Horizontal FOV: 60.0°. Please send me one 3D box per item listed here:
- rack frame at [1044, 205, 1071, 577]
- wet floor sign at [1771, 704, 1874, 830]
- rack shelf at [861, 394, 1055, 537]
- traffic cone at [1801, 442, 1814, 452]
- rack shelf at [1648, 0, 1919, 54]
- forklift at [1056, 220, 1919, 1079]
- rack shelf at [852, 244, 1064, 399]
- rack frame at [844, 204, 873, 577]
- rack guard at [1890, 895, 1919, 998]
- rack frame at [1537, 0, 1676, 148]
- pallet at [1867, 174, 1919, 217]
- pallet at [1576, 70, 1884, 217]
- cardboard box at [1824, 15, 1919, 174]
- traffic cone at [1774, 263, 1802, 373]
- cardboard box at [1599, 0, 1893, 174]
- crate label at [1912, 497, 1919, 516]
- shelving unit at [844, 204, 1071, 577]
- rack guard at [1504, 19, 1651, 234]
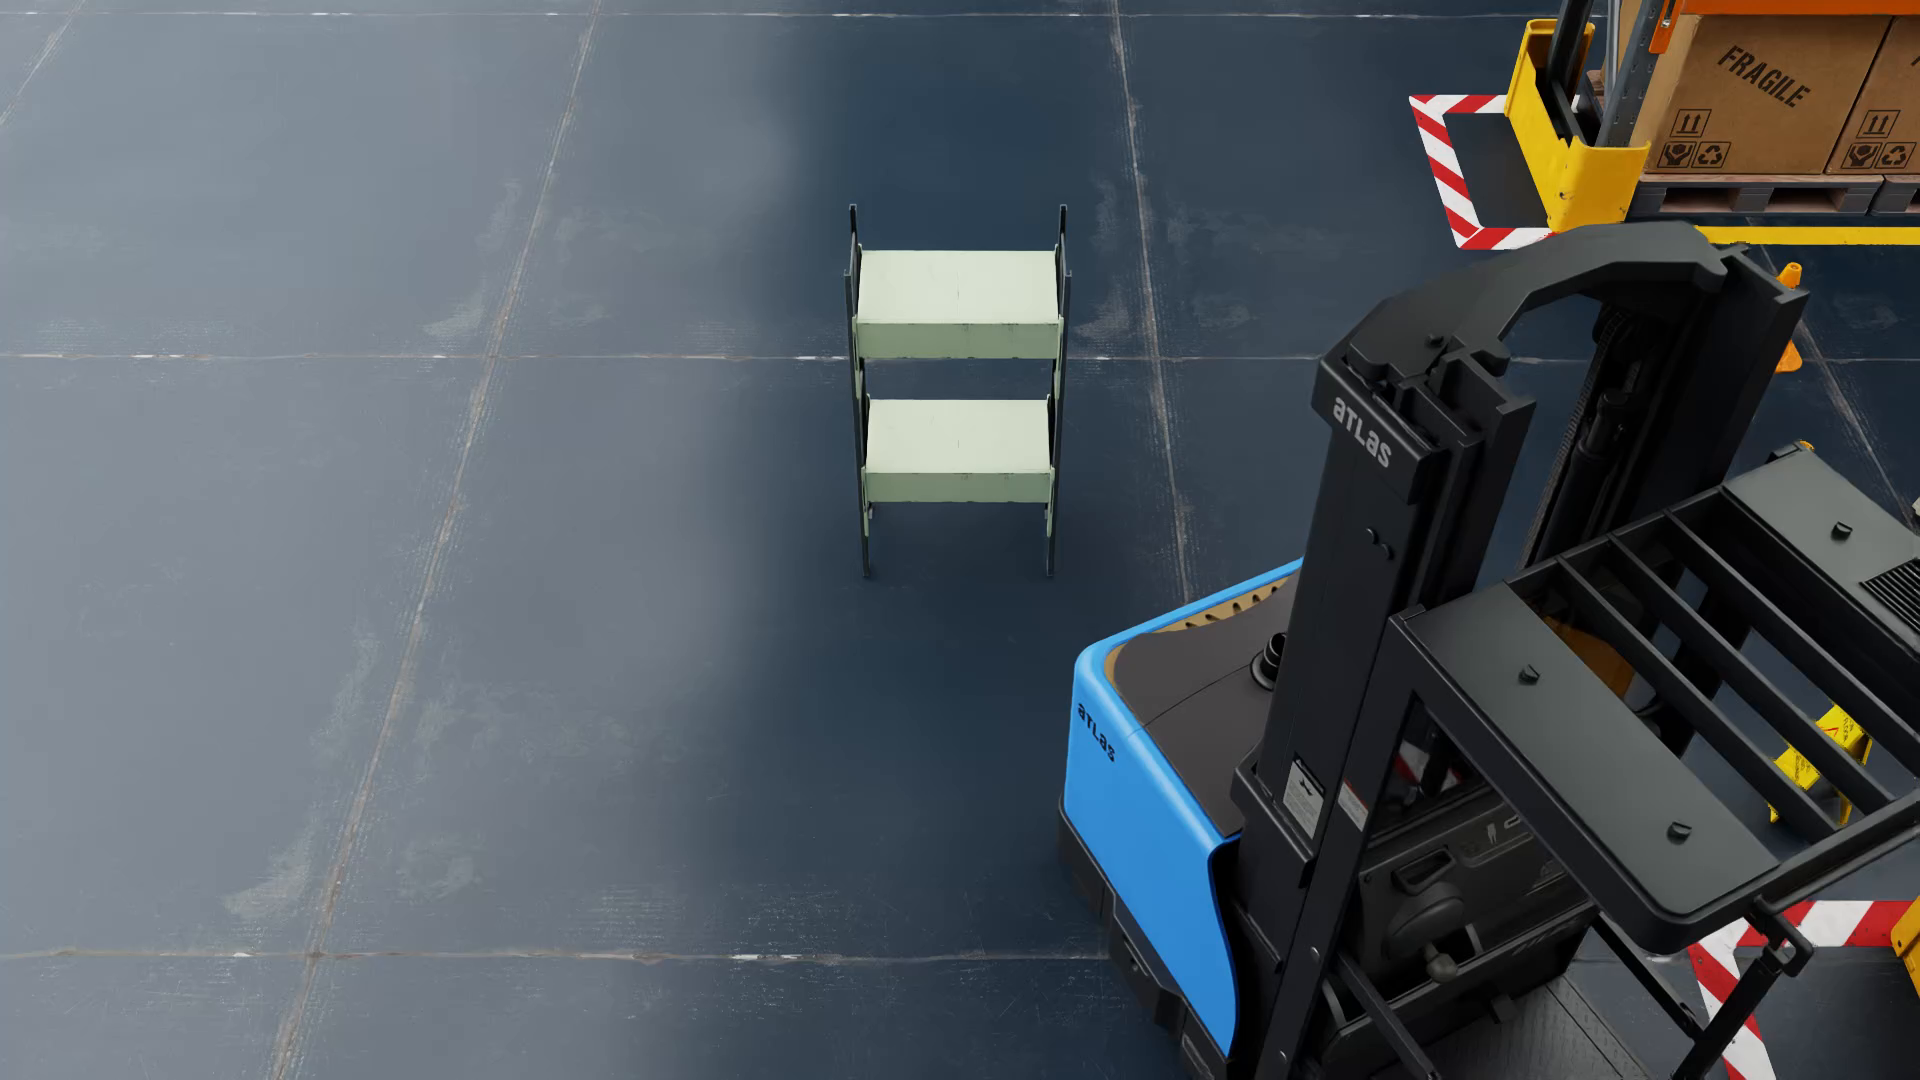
[{"bbox_3d":[0.359,-0.510,6.200,0.023,1.500,0.400,0,47,0],"label":"rack frame"},{"bbox_3d":[2.996,0.707,5.651,0.232,0.644,0.267,15,49,14],"label":"wet floor sign"},{"bbox_3d":[-0.007,-0.289,6.440,0.720,0.370,0.431,0,47,0],"label":"rack shelf"},{"bbox_3d":[3.281,-0.203,6.623,0.334,0.463,0.336,0,47,0],"label":"traffic cone"},{"bbox_3d":[5.099,-2.684,7.691,4.000,0.370,1.077,0,47,0],"label":"rack shelf"},{"bbox_3d":[1.450,0.866,3.942,1.130,2.935,3.031,-21,50,-18],"label":"forklift"},{"bbox_3d":[-0.007,-0.777,5.915,0.720,0.370,0.431,0,47,0],"label":"rack shelf"},{"bbox_3d":[-0.373,-0.512,6.202,0.023,1.500,0.400,0,47,0],"label":"rack frame"},{"bbox_3d":[3.258,1.541,4.974,0.348,0.500,1.175,0,47,0],"label":"rack guard"},{"bbox_3d":[3.099,-2.935,7.432,0.127,3.000,1.000,0,47,0],"label":"rack frame"},{"bbox_3d":[5.116,-2.034,8.499,1.213,0.211,1.003,0,47,0],"label":"pallet"},{"bbox_3d":[3.899,-2.040,8.504,1.213,0.211,1.003,0,47,0],"label":"pallet"},{"bbox_3d":[4.658,-2.400,8.099,0.875,0.875,0.875,-1,47,0],"label":"cardboard box"},{"bbox_3d":[3.625,-1.030,7.392,0.334,0.463,0.336,0,47,0],"label":"traffic cone"},{"bbox_3d":[3.778,-2.400,8.100,0.875,0.875,0.875,0,47,0],"label":"cardboard box"},{"bbox_3d":[4.067,-0.136,6.783,0.298,0.136,0.250,-23,51,-20],"label":"crate label"},{"bbox_3d":[-0.007,-0.511,6.201,0.755,1.500,0.431,0,47,0],"label":"shelving unit"},{"bbox_3d":[3.075,-2.083,8.347,0.348,0.500,1.175,0,47,0],"label":"rack guard"}]
